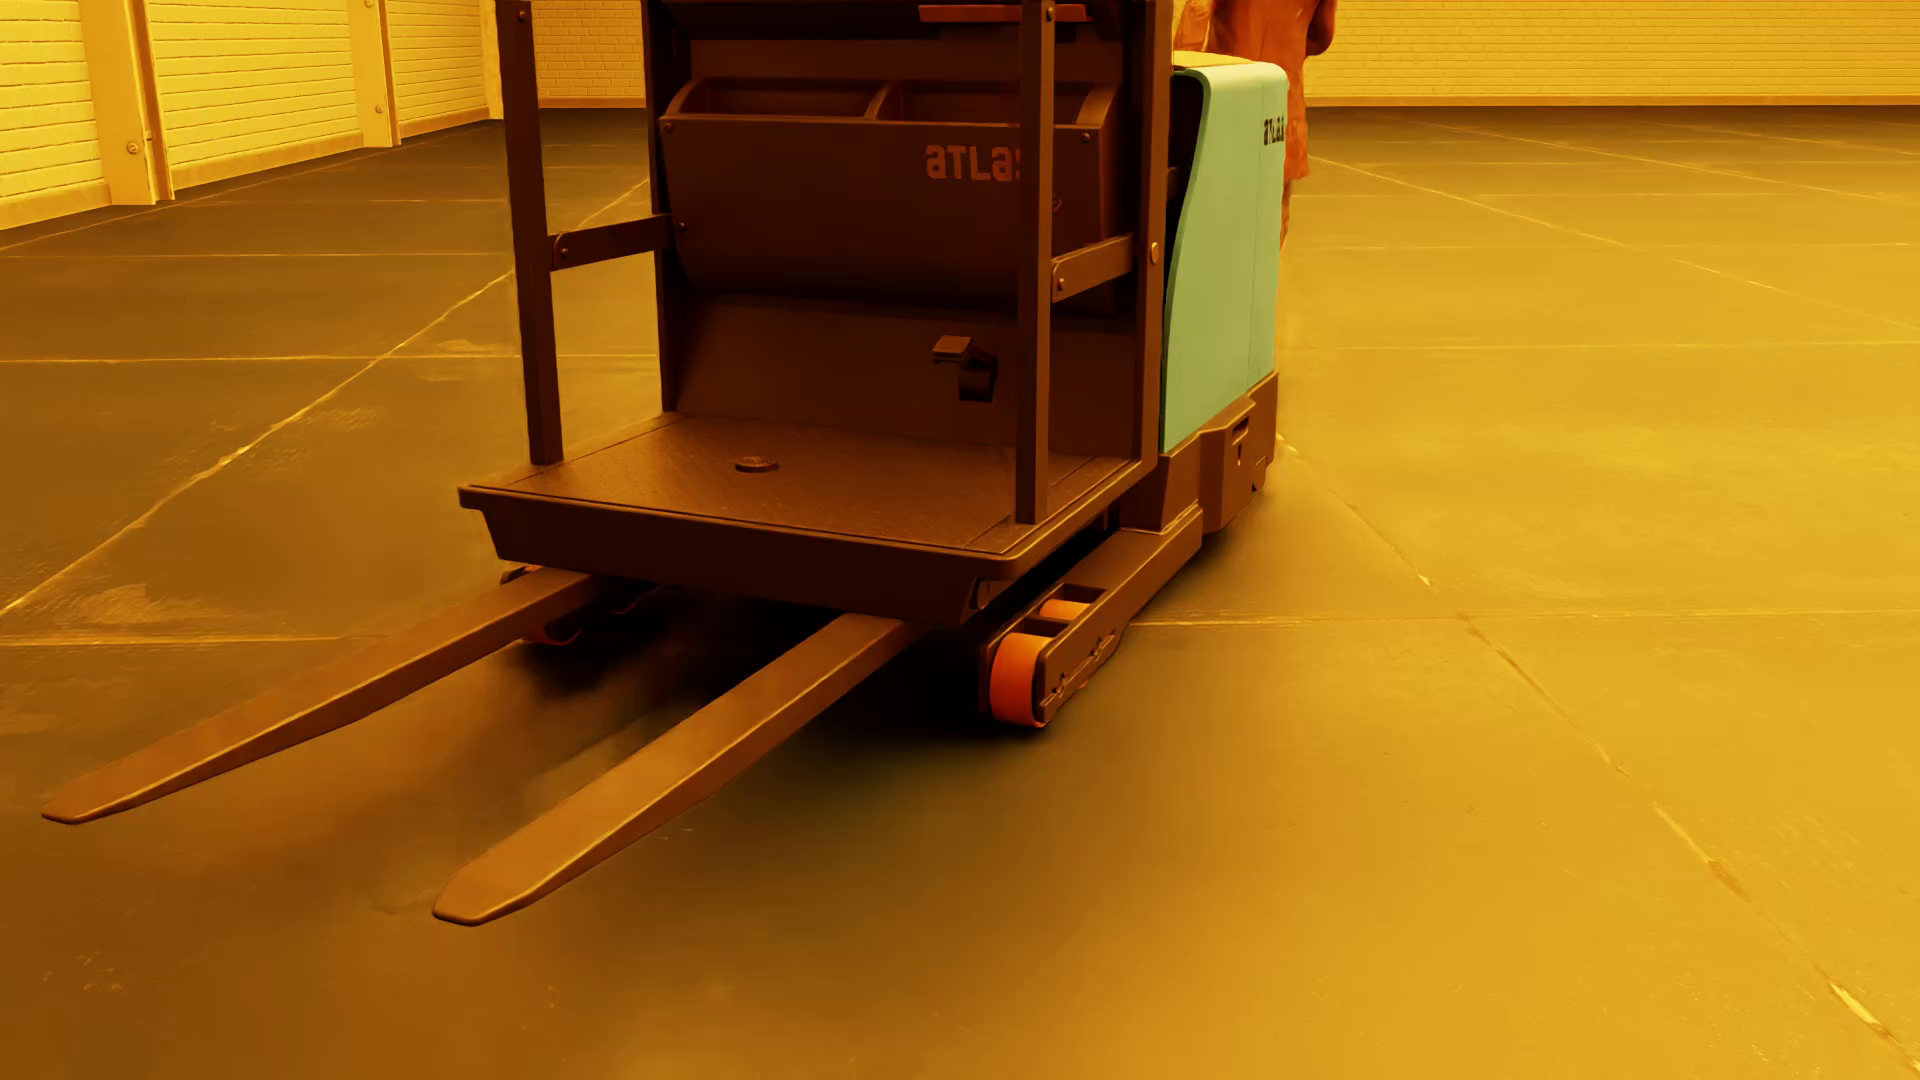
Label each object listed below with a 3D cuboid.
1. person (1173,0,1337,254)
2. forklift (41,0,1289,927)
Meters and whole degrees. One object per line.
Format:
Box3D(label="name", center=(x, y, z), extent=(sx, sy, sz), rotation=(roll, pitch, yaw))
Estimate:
Box3D(label="person", center=(1.166, -1.707, 6.645), extent=(0.609, 1.716, 1.022), rotation=(4, 17, 13))
Box3D(label="forklift", center=(-0.229, -1.218, 2.891), extent=(1.130, 2.935, 3.031), rotation=(7, 18, 22))
